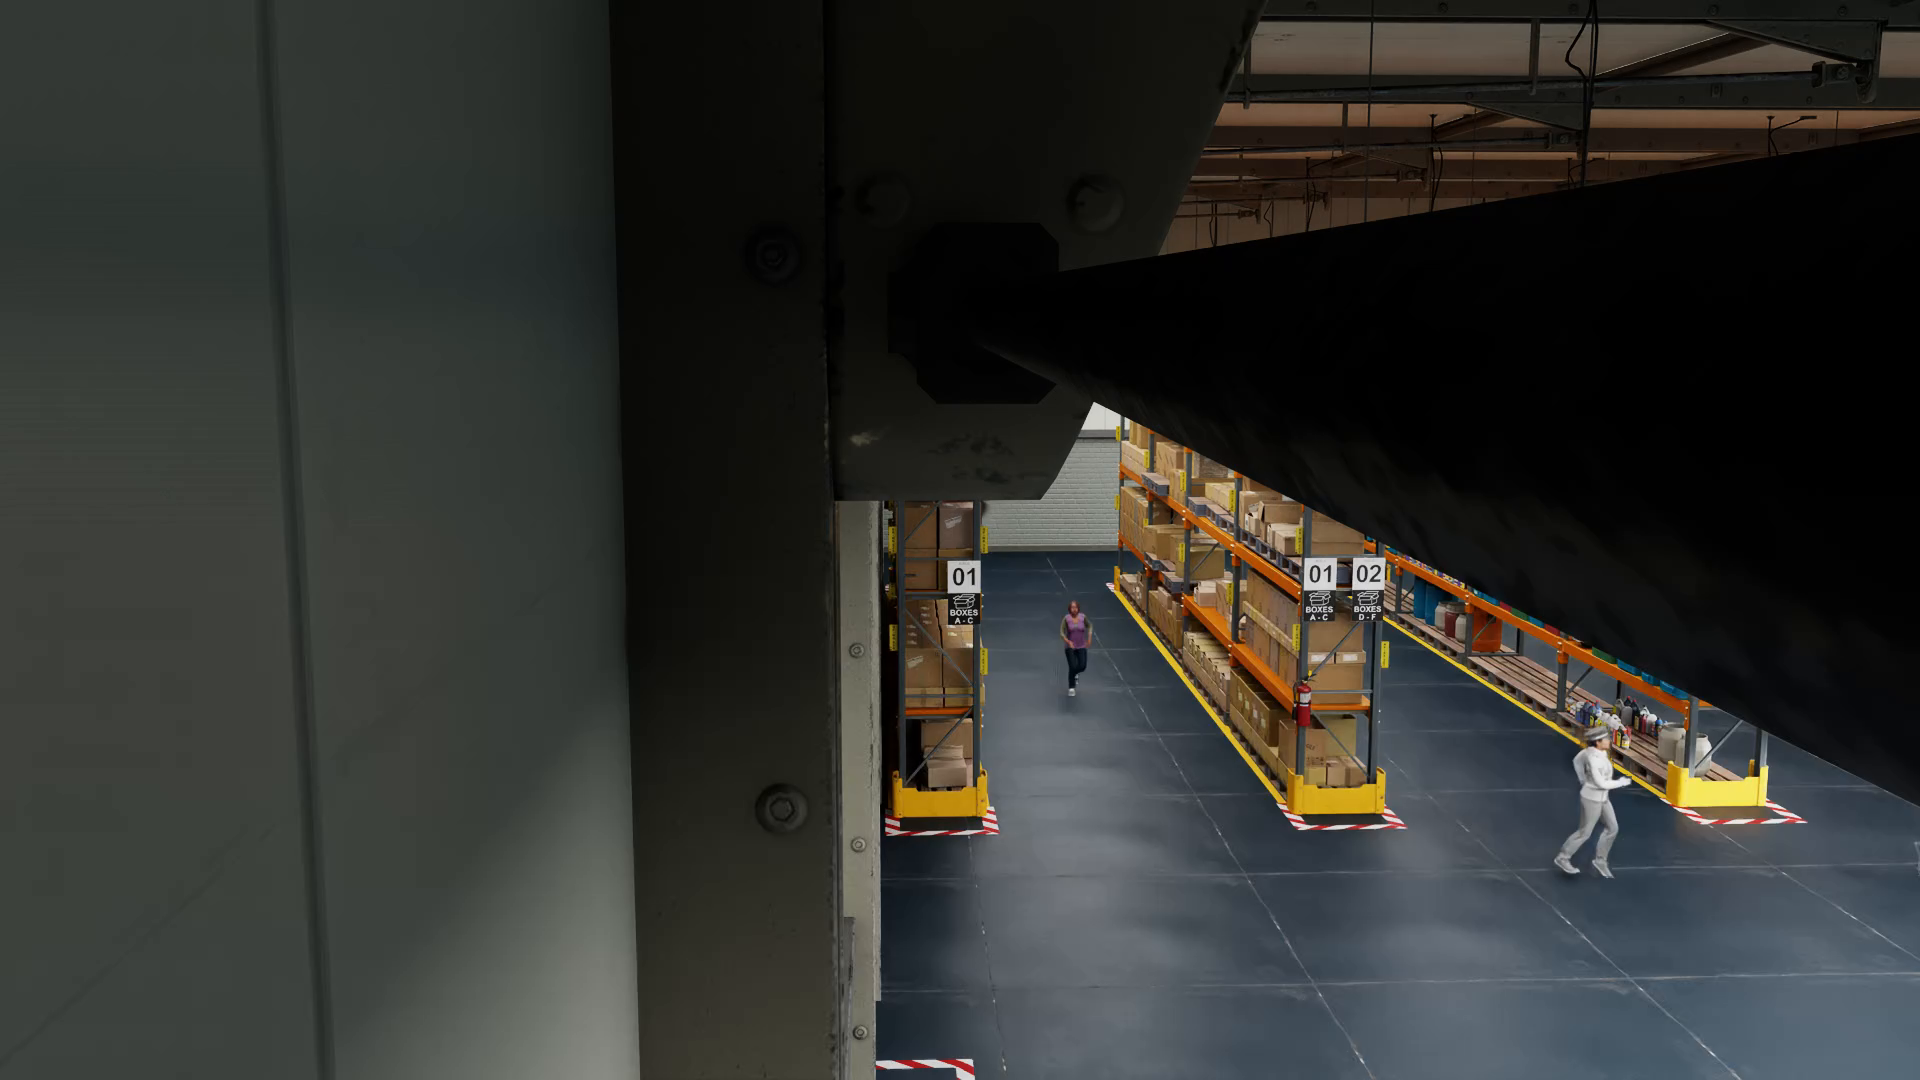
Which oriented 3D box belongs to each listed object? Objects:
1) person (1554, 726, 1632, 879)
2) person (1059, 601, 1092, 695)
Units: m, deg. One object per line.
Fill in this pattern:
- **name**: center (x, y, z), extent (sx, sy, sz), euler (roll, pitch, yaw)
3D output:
- **person**: center (6.955, 2.887, 18.247), extent (0.751, 1.763, 0.611), euler (4, 9, 25)
- **person**: center (1.865, 1.740, 26.686), extent (0.560, 1.557, 0.605), euler (-1, 8, -5)
